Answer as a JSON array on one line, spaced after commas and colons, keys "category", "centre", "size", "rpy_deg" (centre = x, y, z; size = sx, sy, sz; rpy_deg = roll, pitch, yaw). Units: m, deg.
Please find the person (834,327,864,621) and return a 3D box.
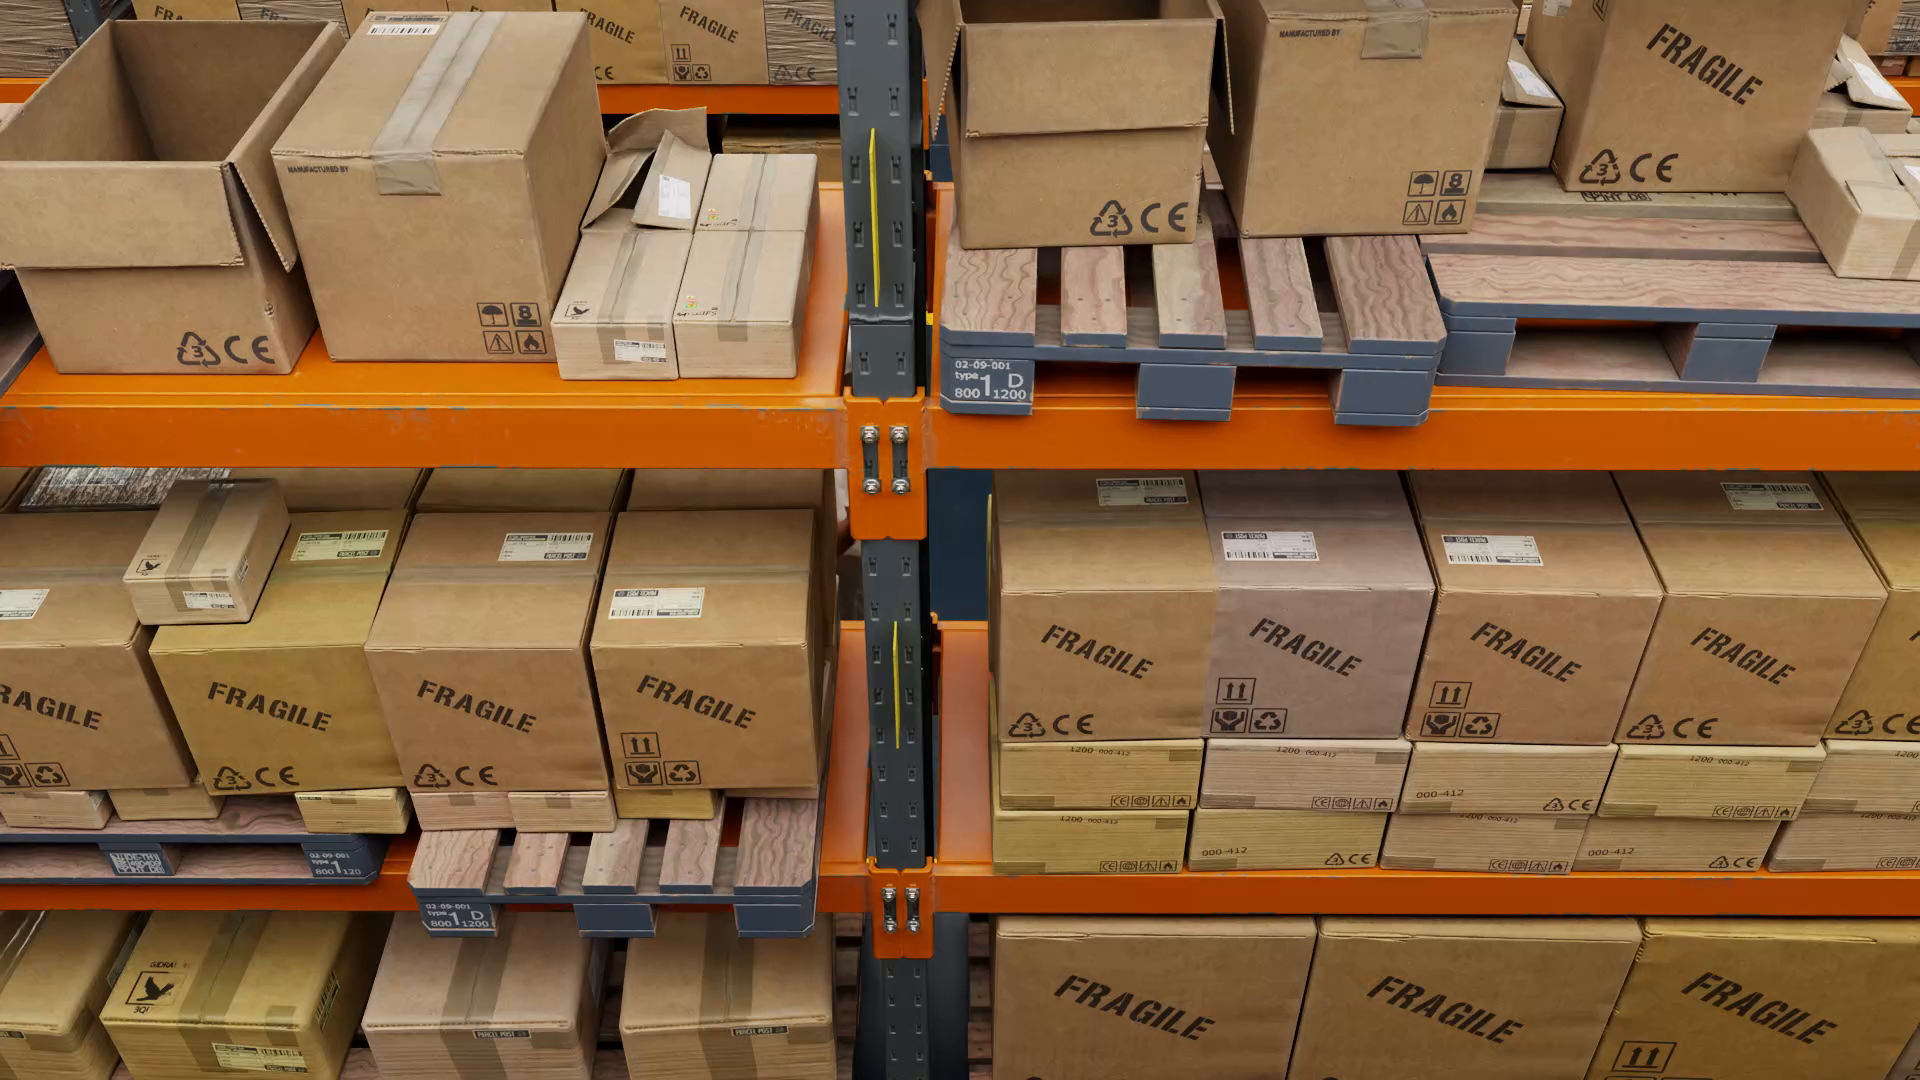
[{"category": "person", "centre": [-0.405, -0.054, 6.205], "size": [0.422, 1.763, 0.583], "rpy_deg": [-3, 39, -3]}]
